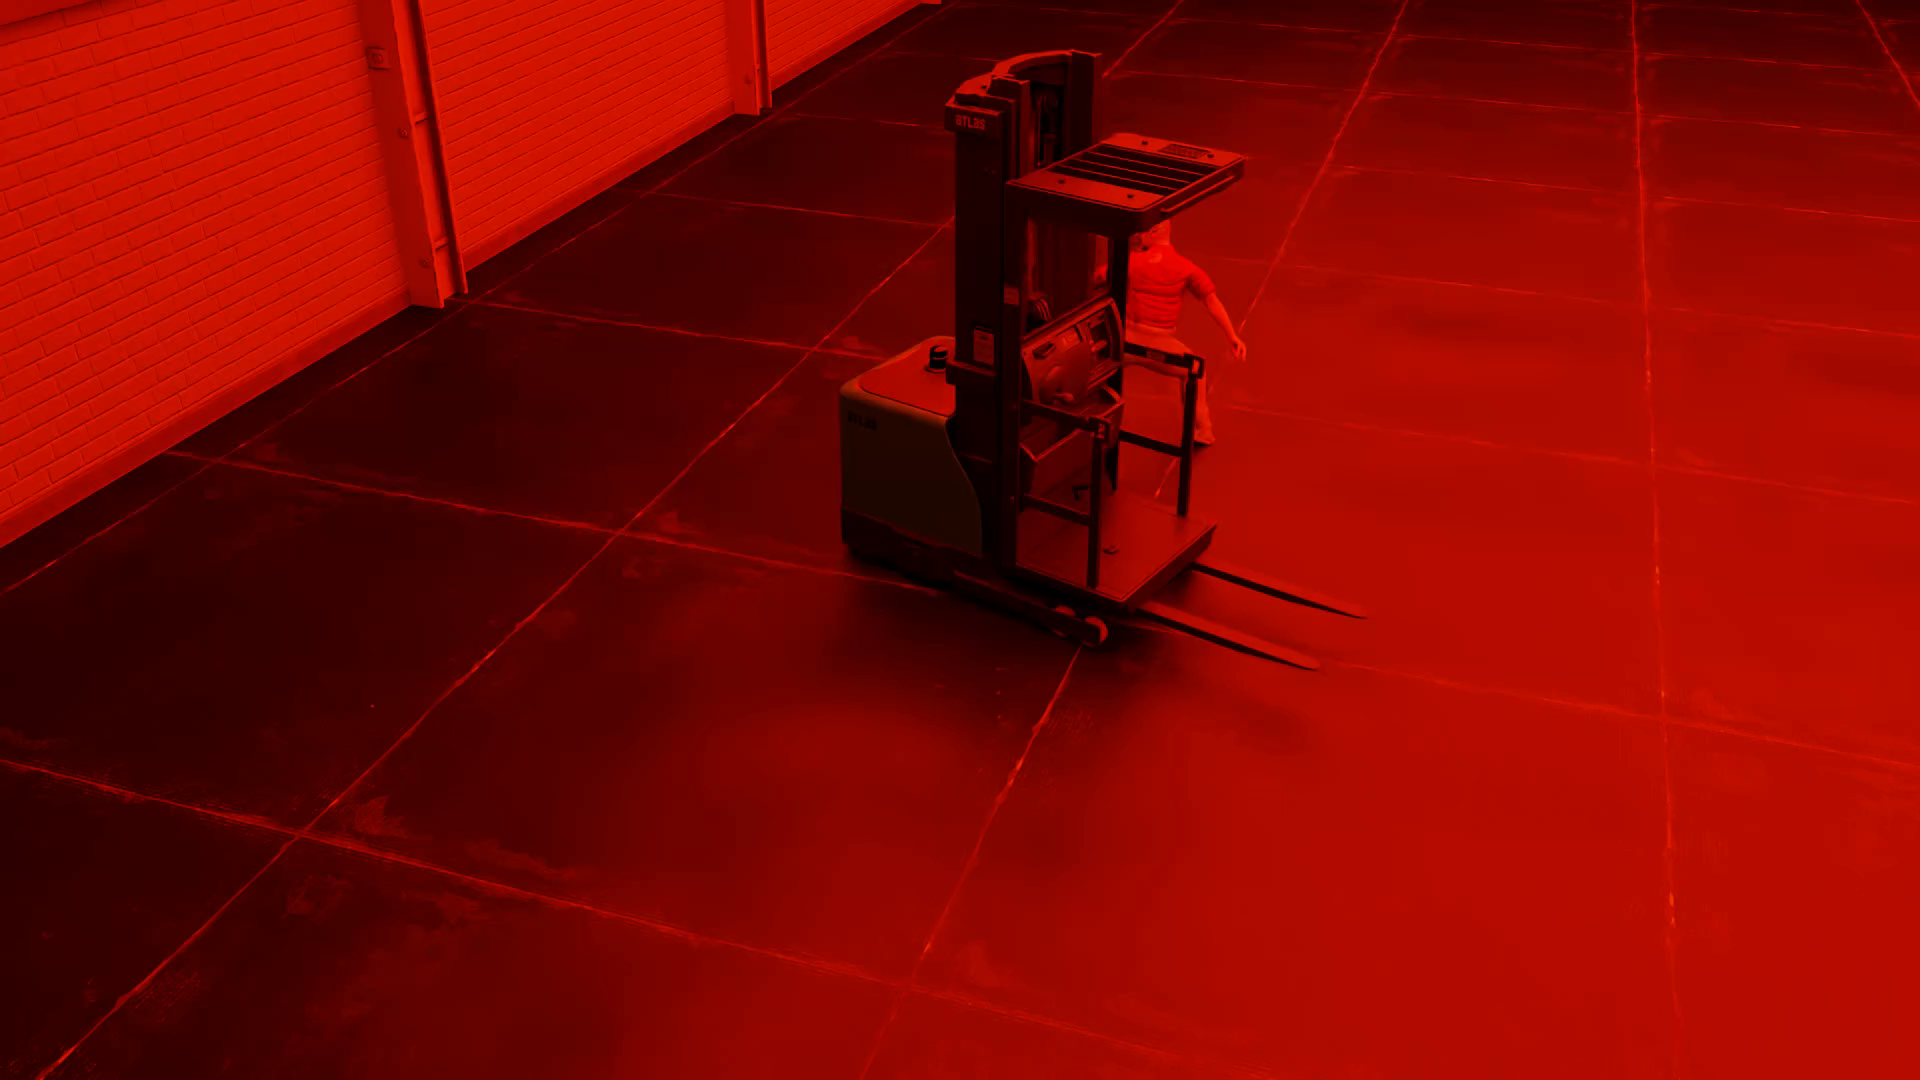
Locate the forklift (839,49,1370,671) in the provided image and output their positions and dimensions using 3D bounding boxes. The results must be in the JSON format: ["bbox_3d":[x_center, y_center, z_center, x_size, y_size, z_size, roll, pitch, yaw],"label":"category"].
[{"bbox_3d":[0.784,-0.987,8.868,3.031,2.935,1.130,20,35,30],"label":"forklift"}]

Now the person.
[{"bbox_3d":[1.289,-1.297,10.889,1.186,1.664,0.539,7,30,12],"label":"person"}]
